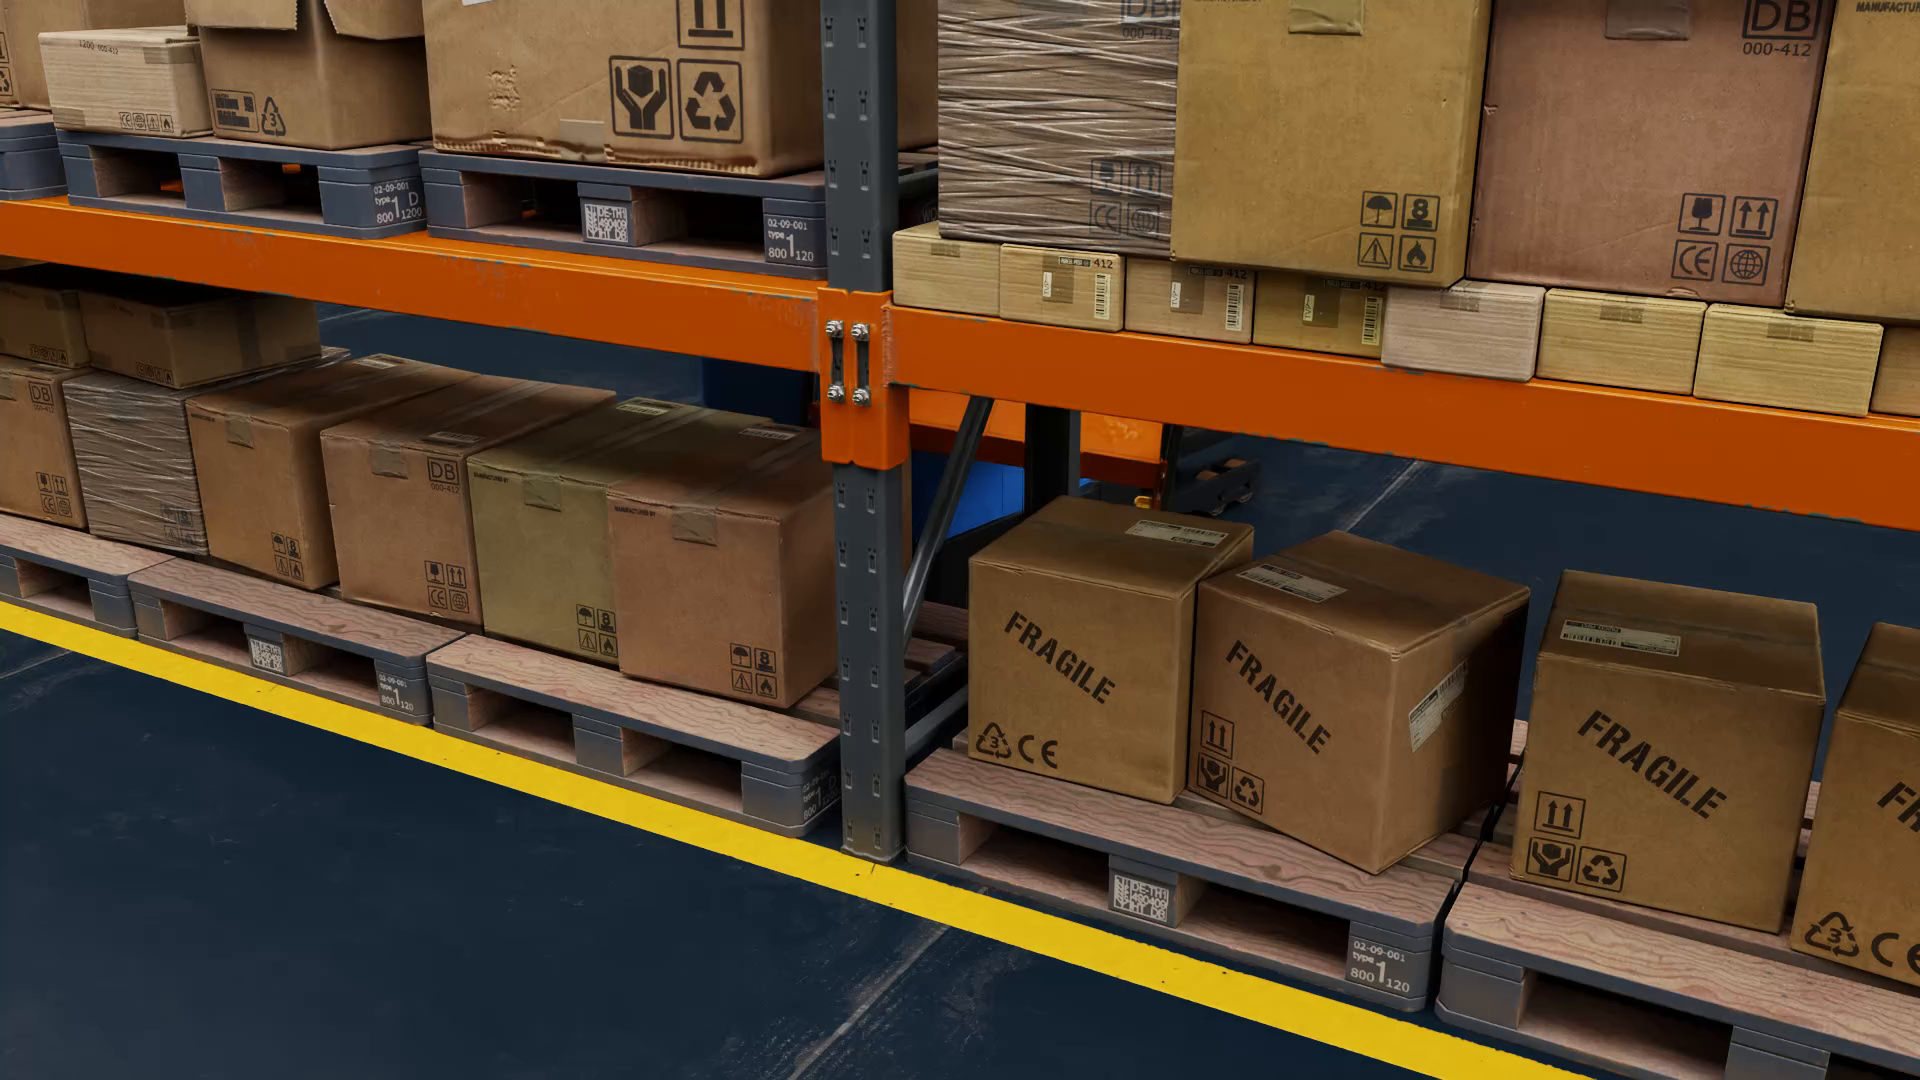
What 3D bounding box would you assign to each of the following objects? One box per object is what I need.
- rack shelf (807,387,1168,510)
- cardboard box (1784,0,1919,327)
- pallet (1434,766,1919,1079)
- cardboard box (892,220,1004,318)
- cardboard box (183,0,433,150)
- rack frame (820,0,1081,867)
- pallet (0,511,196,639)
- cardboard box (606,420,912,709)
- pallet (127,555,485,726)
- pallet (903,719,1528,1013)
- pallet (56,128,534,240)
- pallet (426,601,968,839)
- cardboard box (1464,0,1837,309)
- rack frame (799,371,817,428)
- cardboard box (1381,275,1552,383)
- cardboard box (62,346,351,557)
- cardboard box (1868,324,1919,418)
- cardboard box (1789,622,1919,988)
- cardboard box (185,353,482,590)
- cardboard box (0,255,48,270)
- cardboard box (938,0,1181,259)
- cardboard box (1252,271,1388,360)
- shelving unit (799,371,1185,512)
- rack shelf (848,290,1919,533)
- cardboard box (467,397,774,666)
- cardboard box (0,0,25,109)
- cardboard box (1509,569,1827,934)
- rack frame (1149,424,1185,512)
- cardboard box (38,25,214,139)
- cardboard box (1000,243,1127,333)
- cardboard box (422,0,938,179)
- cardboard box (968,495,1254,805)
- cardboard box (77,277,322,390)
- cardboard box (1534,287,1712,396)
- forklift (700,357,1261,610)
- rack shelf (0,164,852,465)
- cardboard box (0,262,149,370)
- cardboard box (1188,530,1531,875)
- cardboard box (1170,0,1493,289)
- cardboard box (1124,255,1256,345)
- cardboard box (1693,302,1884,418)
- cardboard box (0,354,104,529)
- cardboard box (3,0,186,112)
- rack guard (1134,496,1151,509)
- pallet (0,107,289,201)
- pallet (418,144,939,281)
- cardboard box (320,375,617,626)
[{"bbox_3d":[0.102,-0.342,4.815,1.000,0.185,0.538,10,31,4],"label":"rack shelf"},{"bbox_3d":[1.707,-0.672,2.737,0.500,0.500,0.875,11,23,27],"label":"cardboard box"},{"bbox_3d":[1.696,0.794,3.368,1.213,0.211,1.003,11,23,27],"label":"pallet"},{"bbox_3d":[0.064,-0.578,3.427,0.250,0.149,0.380,11,23,27],"label":"cardboard box"},{"bbox_3d":[-1.536,-1.328,4.359,0.637,0.503,0.797,13,24,33],"label":"cardboard box"},{"bbox_3d":[0.023,-0.821,3.730,0.127,3.000,1.000,11,23,27],"label":"rack frame"},{"bbox_3d":[-2.788,-0.045,5.679,1.213,0.211,1.003,11,23,27],"label":"pallet"},{"bbox_3d":[-0.503,0.039,4.380,0.500,0.500,0.700,9,22,23],"label":"cardboard box"},{"bbox_3d":[-1.727,0.158,5.119,1.213,0.211,1.003,11,23,27],"label":"pallet"},{"bbox_3d":[0.626,0.591,3.926,1.213,0.211,1.003,11,23,27],"label":"pallet"},{"bbox_3d":[-1.721,-1.079,4.722,1.213,0.211,1.003,11,23,27],"label":"pallet"},{"bbox_3d":[-0.658,0.361,4.561,1.213,0.211,1.003,11,23,27],"label":"pallet"},{"bbox_3d":[1.290,-0.768,3.000,0.500,0.500,0.875,11,23,27],"label":"cardboard box"},{"bbox_3d":[-0.379,-0.580,4.758,0.032,1.500,0.500,10,31,4],"label":"rack frame"},{"bbox_3d":[0.929,-0.406,2.955,0.250,0.149,0.380,11,23,27],"label":"cardboard box"},{"bbox_3d":[-2.384,-0.324,5.380,0.500,0.500,0.700,9,22,23],"label":"cardboard box"},{"bbox_3d":[1.620,-0.304,2.673,0.250,0.149,0.380,11,23,27],"label":"cardboard box"},{"bbox_3d":[1.902,0.514,3.099,0.500,0.500,0.500,13,24,32],"label":"cardboard box"},{"bbox_3d":[-1.886,-0.232,5.126,0.500,0.500,0.700,13,24,32],"label":"cardboard box"},{"bbox_3d":[-4.062,-0.806,6.188,0.875,0.875,1.225,10,22,25],"label":"cardboard box"},{"bbox_3d":[0.385,-0.915,3.405,0.500,0.500,0.875,11,23,27],"label":"cardboard box"},{"bbox_3d":[0.730,-0.460,3.103,0.250,0.149,0.380,11,23,27],"label":"cardboard box"},{"bbox_3d":[0.112,-0.497,4.723,1.083,1.500,0.587,10,31,4],"label":"shelving unit"},{"bbox_3d":[1.769,-0.150,2.935,4.000,0.370,1.077,11,23,27],"label":"rack shelf"},{"bbox_3d":[-0.910,-0.046,4.614,0.500,0.500,0.700,11,22,27],"label":"cardboard box"},{"bbox_3d":[-2.978,-1.653,5.260,0.500,0.500,0.500,8,21,21],"label":"cardboard box"},{"bbox_3d":[1.437,0.408,3.391,0.500,0.500,0.500,9,22,23],"label":"cardboard box"},{"bbox_3d":[0.621,-0.411,4.687,0.032,1.500,0.500,10,31,4],"label":"rack frame"},{"bbox_3d":[-2.118,-1.266,4.560,0.500,0.250,0.500,10,22,26],"label":"cardboard box"},{"bbox_3d":[0.276,-0.532,3.302,0.250,0.149,0.380,11,23,27],"label":"cardboard box"},{"bbox_3d":[-0.603,-1.474,4.035,1.000,1.000,1.000,11,23,28],"label":"cardboard box"},{"bbox_3d":[0.352,0.235,3.868,0.500,0.500,0.500,10,22,26],"label":"cardboard box"},{"bbox_3d":[-2.402,-0.683,5.269,0.500,0.250,0.500,14,24,33],"label":"cardboard box"},{"bbox_3d":[1.167,-0.377,2.874,0.250,0.149,0.380,11,23,27],"label":"cardboard box"},{"bbox_3d":[0.480,-1.564,5.879,1.130,2.935,3.031,16,25,37],"label":"forklift"},{"bbox_3d":[-1.723,-0.815,4.769,4.000,0.370,1.077,11,23,27],"label":"rack shelf"},{"bbox_3d":[-2.870,-0.768,5.504,0.500,0.250,0.500,12,23,29],"label":"cardboard box"},{"bbox_3d":[0.856,0.328,3.612,0.500,0.500,0.500,-17,26,-39],"label":"cardboard box"},{"bbox_3d":[0.805,-0.821,3.147,0.500,0.500,0.875,11,23,27],"label":"cardboard box"},{"bbox_3d":[0.507,-0.499,3.210,0.250,0.149,0.380,11,23,27],"label":"cardboard box"},{"bbox_3d":[1.380,-0.332,2.750,0.250,0.149,0.380,11,23,27],"label":"cardboard box"},{"bbox_3d":[-2.875,-0.412,5.624,0.500,0.500,0.700,10,22,24],"label":"cardboard box"},{"bbox_3d":[-2.442,-1.590,5.086,0.500,0.500,0.700,15,25,35],"label":"cardboard box"},{"bbox_3d":[0.535,0.118,5.009,0.087,0.250,0.587,10,31,4],"label":"rack guard"},{"bbox_3d":[-2.795,-1.309,5.357,1.003,0.211,1.213,11,23,27],"label":"pallet"},{"bbox_3d":[-0.574,-0.901,4.232,1.213,0.211,1.003,11,23,27],"label":"pallet"},{"bbox_3d":[-1.399,-0.139,4.870,0.500,0.500,0.700,9,22,23],"label":"cardboard box"}]
